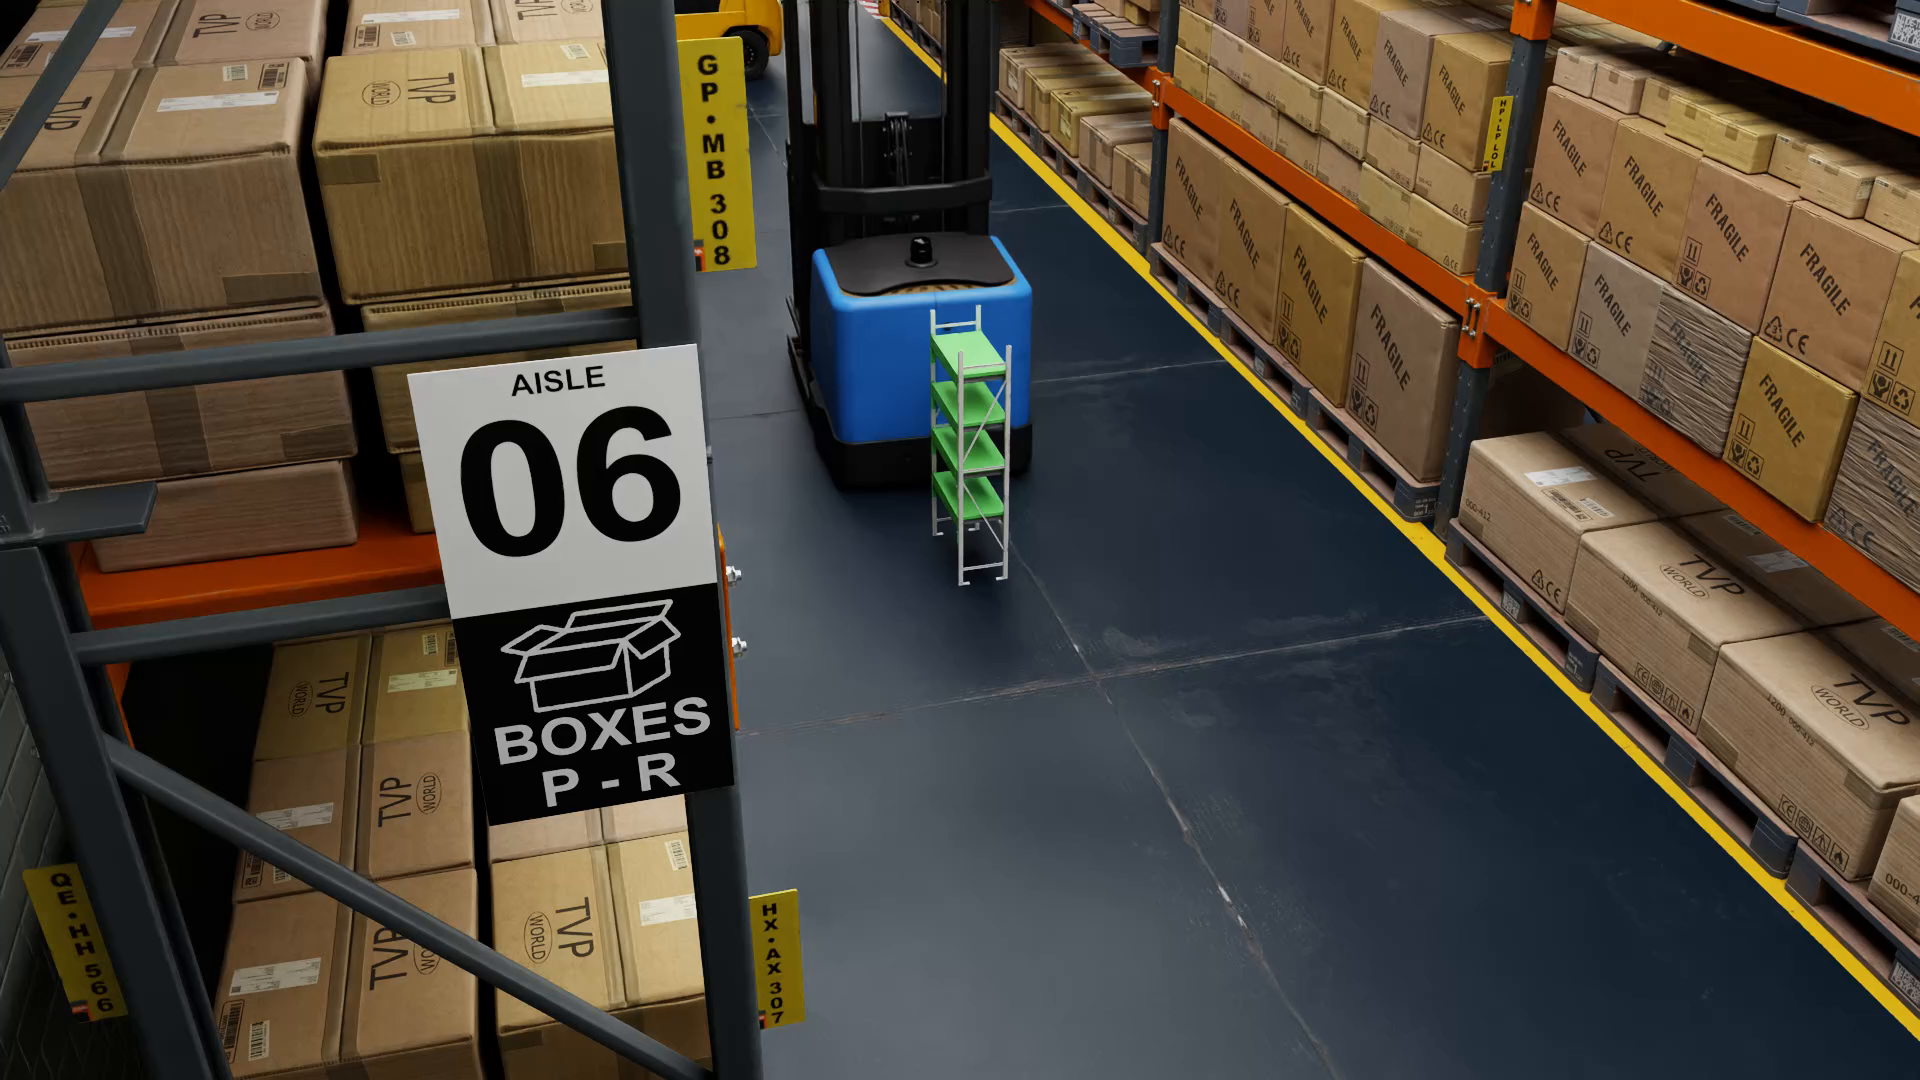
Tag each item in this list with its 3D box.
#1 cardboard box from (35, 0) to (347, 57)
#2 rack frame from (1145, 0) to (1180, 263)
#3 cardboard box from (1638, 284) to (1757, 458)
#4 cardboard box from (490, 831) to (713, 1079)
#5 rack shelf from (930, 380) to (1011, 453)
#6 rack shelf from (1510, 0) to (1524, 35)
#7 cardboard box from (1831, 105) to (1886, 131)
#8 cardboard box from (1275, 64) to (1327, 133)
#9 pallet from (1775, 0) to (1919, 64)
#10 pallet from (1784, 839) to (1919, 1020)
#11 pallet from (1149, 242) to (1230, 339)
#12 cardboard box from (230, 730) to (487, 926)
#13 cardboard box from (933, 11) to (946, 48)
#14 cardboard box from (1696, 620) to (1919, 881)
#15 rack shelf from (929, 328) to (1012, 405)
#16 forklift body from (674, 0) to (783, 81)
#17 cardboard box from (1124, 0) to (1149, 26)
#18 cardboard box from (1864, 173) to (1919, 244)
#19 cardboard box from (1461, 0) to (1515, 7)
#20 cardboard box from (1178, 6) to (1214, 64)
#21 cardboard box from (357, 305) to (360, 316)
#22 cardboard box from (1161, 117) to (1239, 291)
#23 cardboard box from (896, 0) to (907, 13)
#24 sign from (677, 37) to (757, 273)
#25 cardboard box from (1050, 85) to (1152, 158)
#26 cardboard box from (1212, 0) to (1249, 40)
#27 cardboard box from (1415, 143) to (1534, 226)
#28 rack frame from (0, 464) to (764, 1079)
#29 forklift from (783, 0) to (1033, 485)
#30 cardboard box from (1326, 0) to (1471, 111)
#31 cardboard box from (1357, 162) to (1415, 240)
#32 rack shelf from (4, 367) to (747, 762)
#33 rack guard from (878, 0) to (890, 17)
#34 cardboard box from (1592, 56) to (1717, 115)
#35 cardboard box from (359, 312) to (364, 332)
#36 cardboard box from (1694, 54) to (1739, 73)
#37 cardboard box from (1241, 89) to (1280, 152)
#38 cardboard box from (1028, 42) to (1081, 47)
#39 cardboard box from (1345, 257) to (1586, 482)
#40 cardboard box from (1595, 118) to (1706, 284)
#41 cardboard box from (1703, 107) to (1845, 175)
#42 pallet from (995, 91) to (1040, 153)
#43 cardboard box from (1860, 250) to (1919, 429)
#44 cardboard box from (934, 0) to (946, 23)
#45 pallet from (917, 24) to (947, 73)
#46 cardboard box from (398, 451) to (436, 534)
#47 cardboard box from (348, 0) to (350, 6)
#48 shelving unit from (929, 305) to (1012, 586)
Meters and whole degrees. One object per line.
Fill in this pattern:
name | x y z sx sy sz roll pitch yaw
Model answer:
cardboard box | -1.535 -1.034 3.401 0.500 0.250 0.500 -8 31 -13
rack frame | 1.797 -3.305 10.965 1.000 3.000 0.127 -8 31 -13
cardboard box | 2.987 -0.670 6.313 0.500 0.500 0.500 -8 31 -13
cardboard box | -0.724 0.902 3.550 0.500 0.250 0.500 -8 31 -13
rack shelf | 0.044 -0.592 7.723 0.258 0.148 0.480 -8 31 -13
rack shelf | 2.328 -3.325 8.725 1.077 0.370 4.000 -8 31 -13
cardboard box | 3.456 -1.523 6.142 0.380 0.149 0.250 -8 31 -14
cardboard box | 2.072 -2.440 9.121 0.500 0.250 0.500 -7 31 -12
pallet | 3.386 -1.648 5.197 1.003 0.211 1.213 -8 31 -13
pallet | 3.633 1.390 5.637 1.003 0.211 1.213 -8 31 -13
pallet | 1.934 -1.707 10.988 1.003 0.211 1.213 -8 31 -13
cardboard box | -1.377 0.721 3.863 0.500 0.250 0.500 -8 31 -13
cardboard box | 0.038 -4.980 16.185 0.500 0.250 0.500 -7 31 -13
cardboard box | 3.398 0.740 6.116 0.875 0.438 0.875 -7 31 -12
rack shelf | 0.044 -0.799 7.603 0.258 0.148 0.480 -8 31 -13
forklift body | -2.848 -5.466 15.546 2.313 2.155 1.214 -8 31 -13
cardboard box | 1.343 -3.624 11.349 0.380 0.149 0.250 -7 31 -13
cardboard box | 3.189 -1.082 5.380 0.380 0.149 0.250 -7 31 -12
cardboard box | 2.727 -2.584 8.622 0.500 0.500 0.500 -9 31 -15
cardboard box | 1.694 -3.178 10.398 0.500 0.250 0.500 -8 31 -14
cardboard box | -1.392 -0.565 3.091 0.500 0.250 0.500 -8 31 -13
cardboard box | 1.901 -2.222 10.797 0.875 0.875 0.875 -8 31 -14
cardboard box | -0.378 -5.734 17.487 0.500 0.250 0.500 -8 31 -14
sign | -0.341 -0.528 2.300 0.100 0.325 0.005 -8 31 -13
cardboard box | 1.258 -3.346 13.240 0.950 0.372 0.625 -7 31 -12
cardboard box | 1.834 -3.272 9.810 0.500 0.500 0.500 -8 31 -13
cardboard box | 2.508 -1.705 7.852 0.500 0.250 0.500 -8 31 -13
rack frame | -0.864 1.221 3.146 1.000 3.000 0.127 -8 31 -13
forklift | -0.431 -2.276 9.256 1.130 2.935 3.031 -6 31 -10
cardboard box | 2.238 -2.527 8.524 0.500 0.500 0.500 -7 31 -12
cardboard box | 2.363 -1.737 8.406 0.500 0.250 0.500 -8 31 -14
rack shelf | -1.395 -0.732 4.244 1.077 0.370 4.000 -8 31 -13
rack guard | -0.306 -6.050 18.203 1.175 0.500 0.348 -8 31 -13
cardboard box | 2.776 -1.821 6.656 0.380 0.149 0.250 -7 31 -13
cardboard box | -1.369 -0.471 3.326 0.380 0.149 0.250 -9 31 -15
cardboard box | 3.213 -1.881 6.760 0.380 0.149 0.250 -7 31 -12
cardboard box | 1.972 -2.470 9.673 0.500 0.250 0.500 -7 31 -12
cardboard box | 0.840 -4.549 15.441 0.500 0.250 0.500 -9 31 -16
cardboard box | 2.617 -0.924 8.553 0.875 0.875 0.875 -7 31 -12
cardboard box | 2.880 -1.342 6.476 0.500 0.500 0.500 -8 31 -14
cardboard box | 2.934 -1.443 6.003 0.380 0.149 0.250 -9 31 -15
pallet | 0.944 -3.654 14.352 1.003 0.211 1.213 -8 31 -13
cardboard box | 3.268 -0.606 5.204 0.500 0.500 0.500 -8 31 -14
cardboard box | 0.047 -5.295 15.980 0.500 0.500 0.500 -6 31 -11
pallet | 0.196 -4.940 16.573 1.003 0.211 1.213 -8 31 -13
cardboard box | -0.724 -0.153 2.777 0.380 0.149 0.250 -7 31 -12
cardboard box | -1.003 -1.094 3.505 0.500 0.250 0.500 -8 31 -14
shelving unit | 0.044 -0.439 7.811 0.258 1.200 0.503 -8 31 -13
